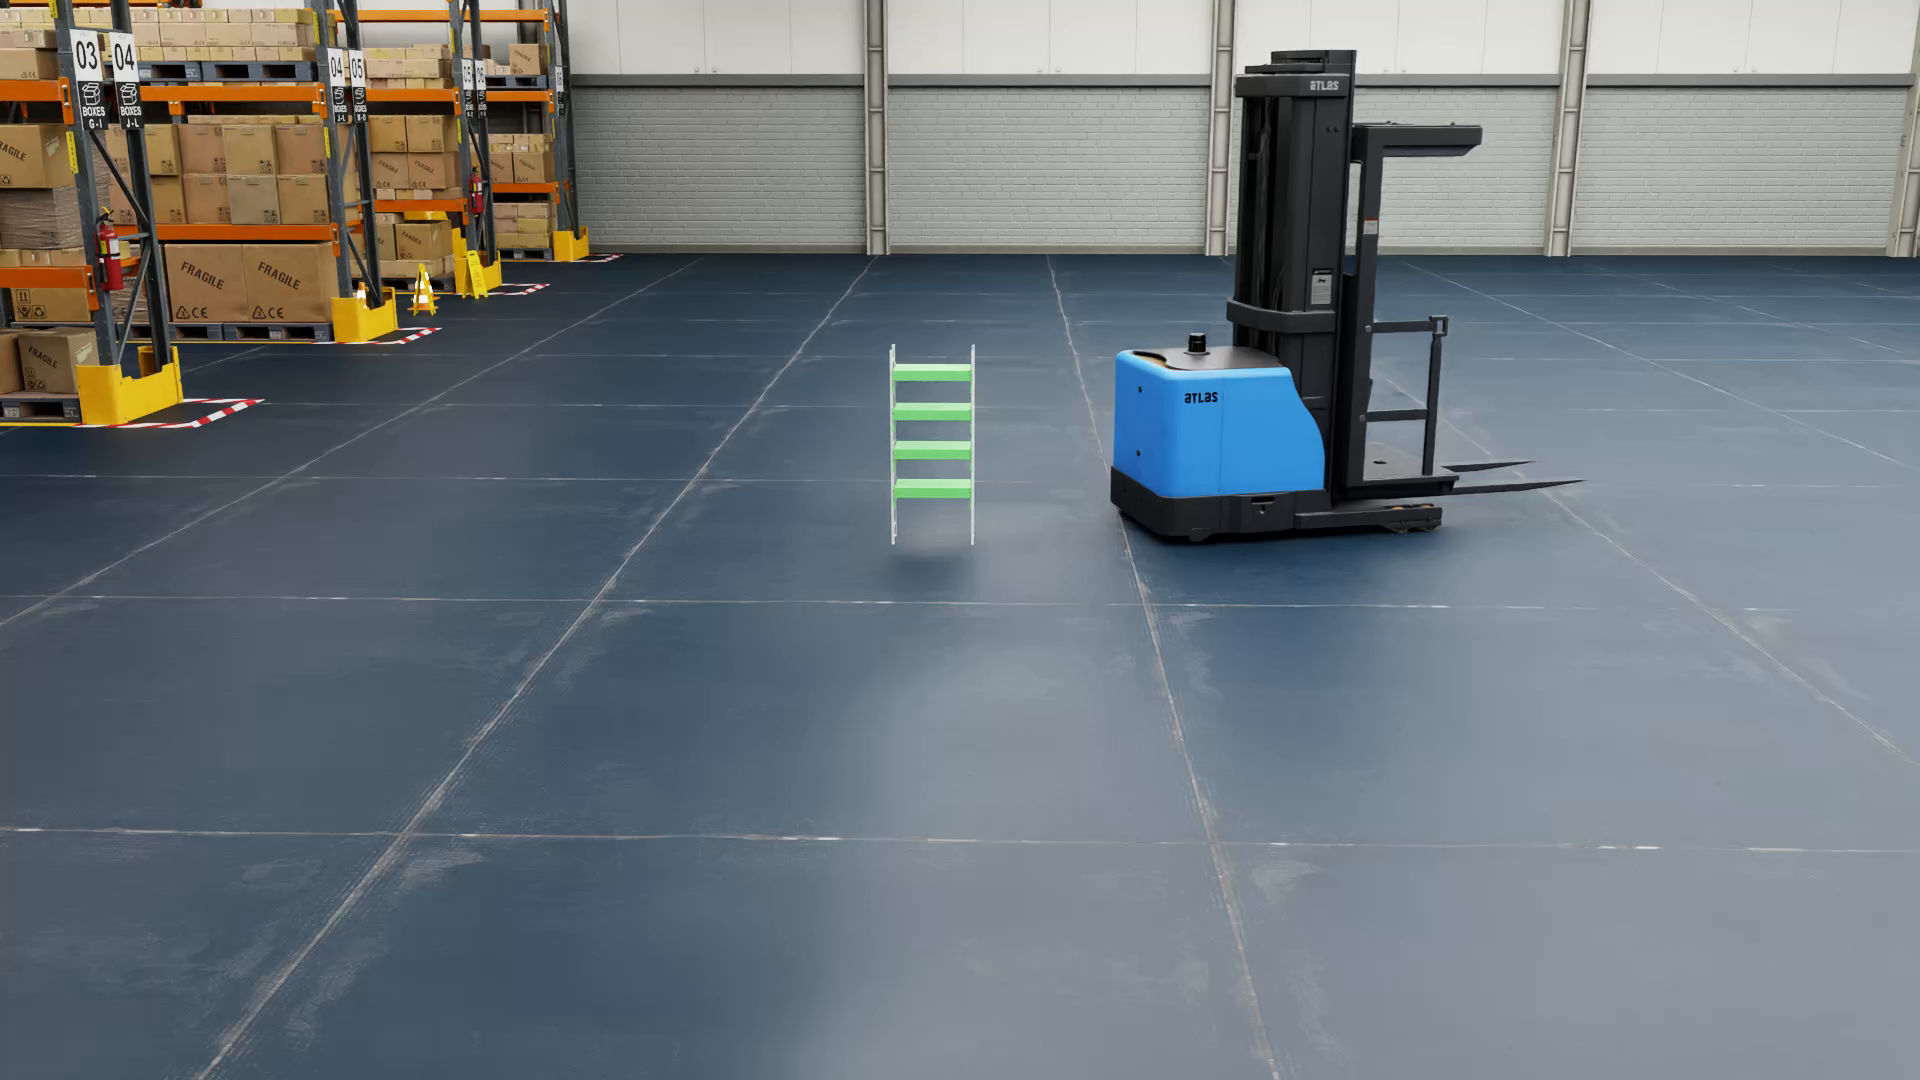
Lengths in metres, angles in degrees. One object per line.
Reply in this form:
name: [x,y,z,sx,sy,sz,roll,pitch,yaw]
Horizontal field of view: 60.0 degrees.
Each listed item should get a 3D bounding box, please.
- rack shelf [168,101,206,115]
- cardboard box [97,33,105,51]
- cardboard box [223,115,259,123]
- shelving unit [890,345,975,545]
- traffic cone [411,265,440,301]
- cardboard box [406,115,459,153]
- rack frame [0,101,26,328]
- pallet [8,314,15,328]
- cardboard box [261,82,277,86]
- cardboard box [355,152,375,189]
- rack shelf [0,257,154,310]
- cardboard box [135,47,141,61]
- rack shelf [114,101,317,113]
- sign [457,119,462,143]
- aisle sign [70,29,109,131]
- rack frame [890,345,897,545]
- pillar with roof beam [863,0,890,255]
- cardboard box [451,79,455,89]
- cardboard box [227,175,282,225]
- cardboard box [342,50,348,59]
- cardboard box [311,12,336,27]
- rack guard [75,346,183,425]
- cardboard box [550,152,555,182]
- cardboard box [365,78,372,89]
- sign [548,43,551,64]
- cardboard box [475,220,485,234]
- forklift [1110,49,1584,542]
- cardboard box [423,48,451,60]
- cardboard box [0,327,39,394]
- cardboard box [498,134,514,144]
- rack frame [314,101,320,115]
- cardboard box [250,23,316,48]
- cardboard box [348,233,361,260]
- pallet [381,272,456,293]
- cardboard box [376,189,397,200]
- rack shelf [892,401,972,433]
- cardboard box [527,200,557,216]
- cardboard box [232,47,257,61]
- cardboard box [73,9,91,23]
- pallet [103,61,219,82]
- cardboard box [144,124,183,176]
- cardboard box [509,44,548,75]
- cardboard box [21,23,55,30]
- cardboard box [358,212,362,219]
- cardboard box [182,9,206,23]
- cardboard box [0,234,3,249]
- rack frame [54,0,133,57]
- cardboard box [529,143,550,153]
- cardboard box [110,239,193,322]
rack shelf: [-12.901,-6.237,23.628,4.000,0.370,1.077,0,15,1]
cardboard box: [-7.426,-4.199,14.008,0.250,0.149,0.380,0,15,1]
cardboard box: [-9.958,-5.730,23.437,0.500,0.500,0.700,0,15,2]
shelving unit: [-0.165,-0.581,10.191,0.503,1.200,0.258,0,15,1]
traffic cone: [-7.366,-3.542,22.858,0.334,0.463,0.336,0,15,1]
cardboard box: [-7.419,-5.718,23.394,0.500,0.500,0.700,0,15,0]
rack frame: [-10.927,-3.858,19.083,0.127,3.000,1.000,0,15,1]
pallet: [-11.701,-2.495,19.385,1.213,0.211,1.003,0,15,1]
cardboard box: [-9.570,-6.380,23.253,0.250,0.149,0.380,0,15,0]
cardboard box: [-8.453,-5.229,23.500,0.500,0.500,0.500,0,15,1]
rack shelf: [-9.156,-2.233,14.333,4.000,0.370,1.077,0,15,1]
cardboard box: [-9.051,-5.339,18.291,0.250,0.149,0.380,1,15,2]
rack shelf: [-12.778,-7.502,28.426,4.000,0.370,1.077,0,15,1]
sign: [-6.937,-5.666,23.047,0.005,0.325,0.100,0,15,1]
aisle sign: [-7.102,-3.748,13.569,0.004,0.787,0.394,0,15,1]
rack frame: [-0.409,-0.583,10.197,0.015,1.200,0.240,0,15,1]
pillar with roof beam: [-1.565,-8.359,24.383,0.400,9.000,9.100,0,15,1]
cardboard box: [-7.226,-6.509,23.743,0.250,0.149,0.380,0,15,1]
cardboard box: [-7.851,-3.893,18.923,0.550,0.550,0.875,0,15,1]
cardboard box: [-8.519,-6.771,23.175,0.250,0.149,0.380,0,15,0]
cardboard box: [-7.254,-5.881,18.781,0.250,0.149,0.380,1,15,2]
rack guard: [-7.232,-1.359,14.513,0.348,0.500,1.175,0,15,1]
cardboard box: [-7.268,-6.483,28.837,0.500,0.500,0.500,1,15,3]
cardboard box: [-8.283,-6.367,23.204,0.250,0.149,0.380,0,15,1]
sign: [-6.808,-8.063,27.559,0.005,0.325,0.100,0,15,1]
cardboard box: [-8.292,-5.403,28.528,0.500,0.250,0.500,0,15,0]
forklift: [2.571,-1.587,10.610,3.031,2.935,1.130,-4,15,-13]
cardboard box: [-7.249,-6.736,23.042,0.250,0.149,0.380,1,15,2]
cardboard box: [-8.379,-1.566,14.471,0.500,0.500,0.500,4,15,16]
cardboard box: [-7.653,-6.804,28.197,0.250,0.149,0.380,1,15,3]
rack frame: [-10.779,-6.387,28.668,0.127,3.000,1.000,0,15,1]
cardboard box: [-7.425,-5.537,18.258,0.500,0.250,0.500,1,15,2]
cardboard box: [-8.737,-4.277,23.769,0.500,0.500,0.500,0,15,0]
pallet: [-7.790,-3.761,24.183,1.213,0.211,1.003,0,15,1]
cardboard box: [-8.052,-4.896,23.509,0.250,0.149,0.380,1,15,2]
rack shelf: [-0.165,-0.752,10.146,0.480,0.148,0.258,0,15,1]
cardboard box: [-7.256,-5.769,28.934,0.500,0.250,0.500,0,15,1]
cardboard box: [-7.778,-5.331,18.260,0.250,0.149,0.380,1,15,2]
cardboard box: [-9.553,-5.729,18.203,0.250,0.149,0.380,1,15,2]
pallet: [-8.893,-5.249,18.648,1.213,0.211,1.003,0,15,1]
cardboard box: [-8.940,-4.427,18.831,0.500,0.550,0.875,0,15,1]
cardboard box: [-7.229,-8.052,27.883,0.500,0.500,0.500,1,15,3]
cardboard box: [-9.941,-5.554,18.321,0.500,0.250,0.500,0,15,1]
cardboard box: [-8.594,-4.573,23.619,0.250,0.149,0.380,1,15,4]
cardboard box: [-8.288,-5.720,18.172,0.250,0.149,0.380,0,15,2]
cardboard box: [-8.208,-2.743,14.078,0.500,0.500,0.875,0,15,1]
rack frame: [-7.156,-5.468,13.427,0.127,3.000,1.000,0,15,1]
cardboard box: [-7.134,-6.654,28.211,0.250,0.149,0.380,1,15,2]
cardboard box: [-9.399,-3.007,19.198,0.875,0.875,0.875,0,15,2]
